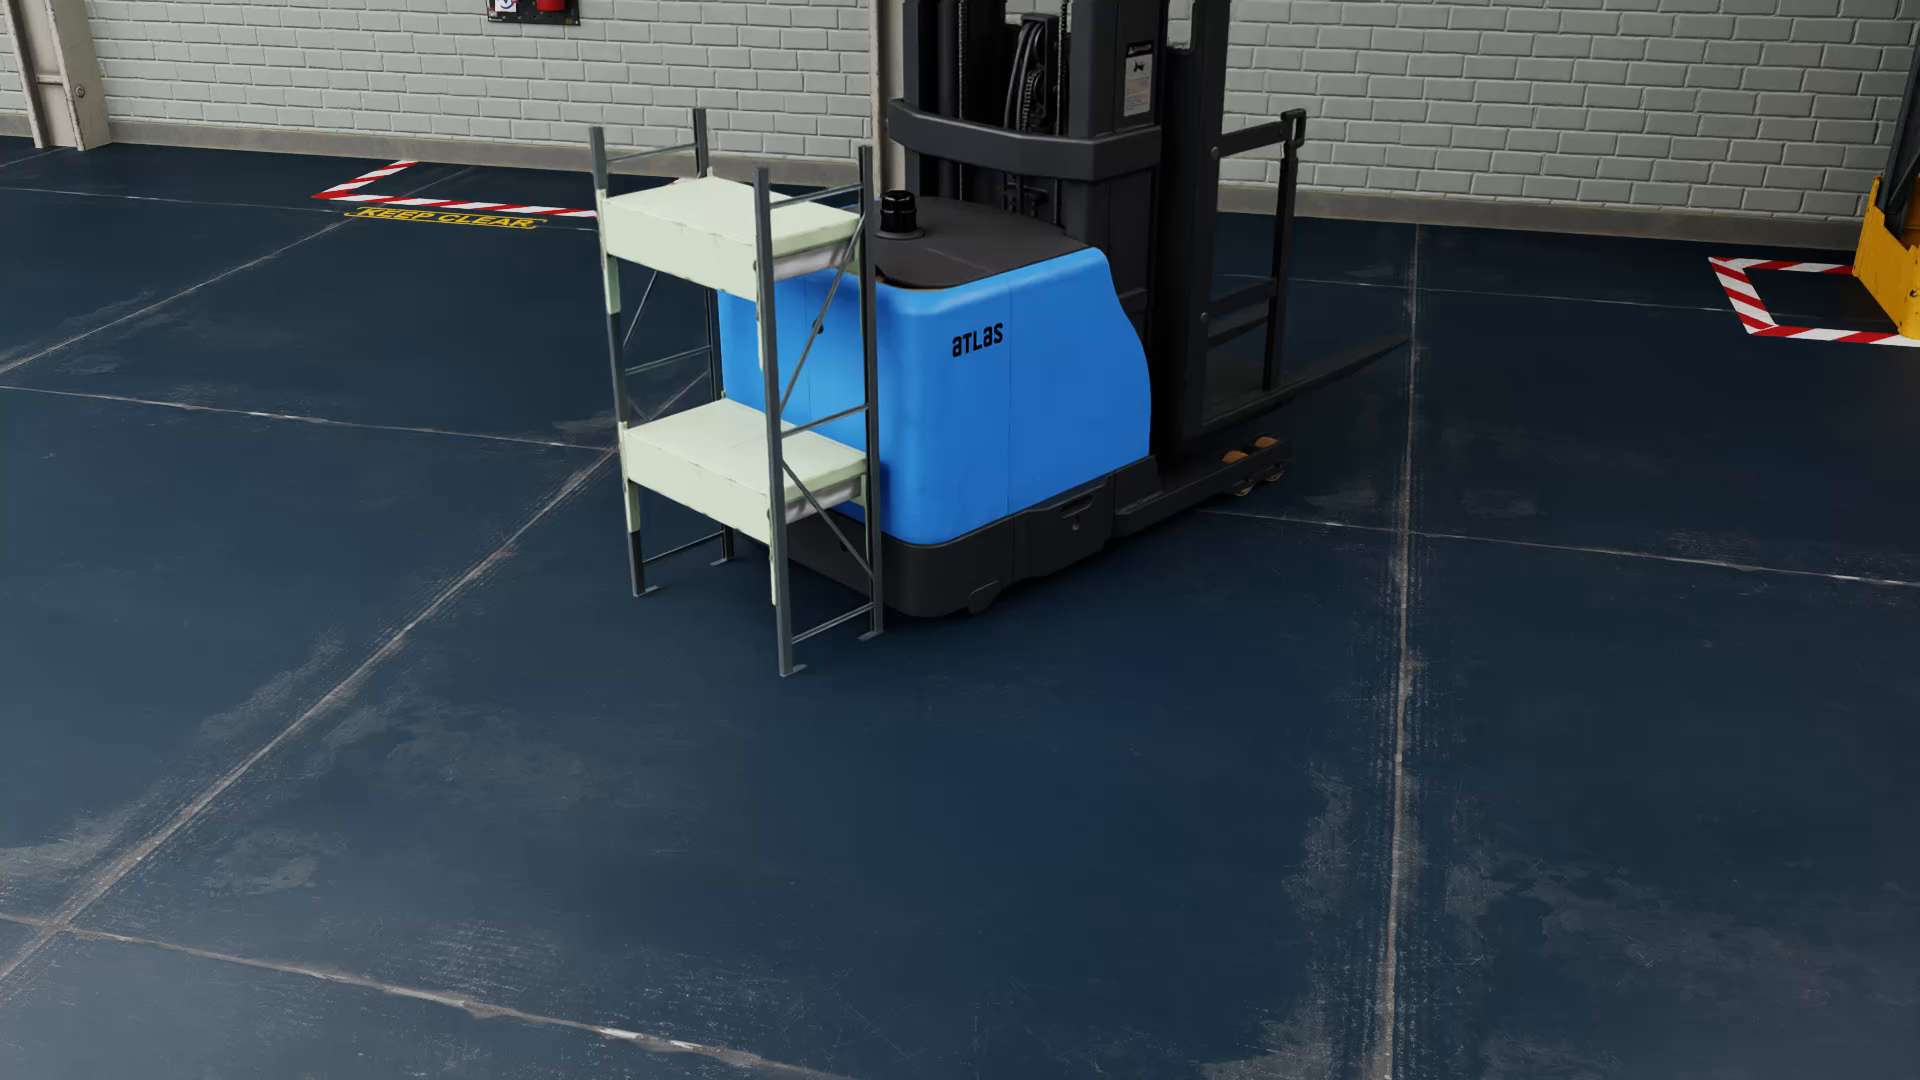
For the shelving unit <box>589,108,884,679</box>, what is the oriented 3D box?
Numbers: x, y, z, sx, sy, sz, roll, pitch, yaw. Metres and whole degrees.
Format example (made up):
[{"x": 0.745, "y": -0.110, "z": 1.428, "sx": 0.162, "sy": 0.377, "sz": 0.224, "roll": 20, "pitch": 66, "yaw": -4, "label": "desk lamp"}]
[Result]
[{"x": -0.646, "y": -0.443, "z": 4.937, "sx": 0.755, "sy": 1.500, "sz": 0.431, "roll": 23, "pitch": 34, "yaw": 39, "label": "shelving unit"}]

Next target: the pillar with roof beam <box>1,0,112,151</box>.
[{"x": -7.186, "y": -5.005, "z": 5.795, "sx": 0.400, "sy": 9.000, "sz": 9.100, "roll": 6, "pitch": 26, "yaw": 13, "label": "pillar with roof beam"}]

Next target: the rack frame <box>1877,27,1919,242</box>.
[{"x": 4.615, "y": -2.519, "z": 7.551, "sx": 0.127, "sy": 3.000, "sz": 1.000, "roll": 6, "pitch": 26, "yaw": 13, "label": "rack frame"}]

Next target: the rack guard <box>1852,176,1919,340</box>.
[{"x": 4.689, "y": -1.382, "z": 8.072, "sx": 0.348, "sy": 0.500, "sz": 1.175, "roll": 6, "pitch": 26, "yaw": 13, "label": "rack guard"}]

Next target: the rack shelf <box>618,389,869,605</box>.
[{"x": -0.646, "y": -0.149, "z": 5.077, "sx": 0.720, "sy": 0.370, "sz": 0.431, "roll": 23, "pitch": 34, "yaw": 39, "label": "rack shelf"}]

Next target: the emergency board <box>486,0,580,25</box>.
[{"x": -2.686, "y": -3.727, "z": 10.089, "sx": 0.643, "sy": 1.169, "sz": 0.194, "roll": 6, "pitch": 26, "yaw": 13, "label": "emergency board"}]

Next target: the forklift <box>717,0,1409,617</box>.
[{"x": 0.598, "y": -1.622, "z": 5.746, "sx": 1.130, "sy": 2.935, "sz": 3.031, "roll": 23, "pitch": 34, "yaw": 40, "label": "forklift"}]

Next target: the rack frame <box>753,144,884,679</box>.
[{"x": -0.384, "y": -0.333, "z": 4.706, "sx": 0.023, "sy": 1.500, "sz": 0.400, "roll": 23, "pitch": 34, "yaw": 39, "label": "rack frame"}]

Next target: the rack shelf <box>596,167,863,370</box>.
[{"x": -0.646, "y": -0.796, "z": 4.769, "sx": 0.720, "sy": 0.370, "sz": 0.431, "roll": 23, "pitch": 34, "yaw": 39, "label": "rack shelf"}]

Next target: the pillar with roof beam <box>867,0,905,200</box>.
[{"x": -1.375, "y": -4.363, "z": 4.445, "sx": 0.400, "sy": 9.000, "sz": 9.100, "roll": 6, "pitch": 26, "yaw": 13, "label": "pillar with roof beam"}]

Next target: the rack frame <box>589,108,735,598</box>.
[{"x": -0.908, "y": -0.553, "z": 5.168, "sx": 0.023, "sy": 1.500, "sz": 0.400, "roll": 23, "pitch": 34, "yaw": 39, "label": "rack frame"}]

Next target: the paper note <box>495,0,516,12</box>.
[{"x": -2.841, "y": -3.377, "z": 10.378, "sx": 0.142, "sy": 0.148, "sz": 0.016, "roll": 6, "pitch": 26, "yaw": 13, "label": "paper note"}]
